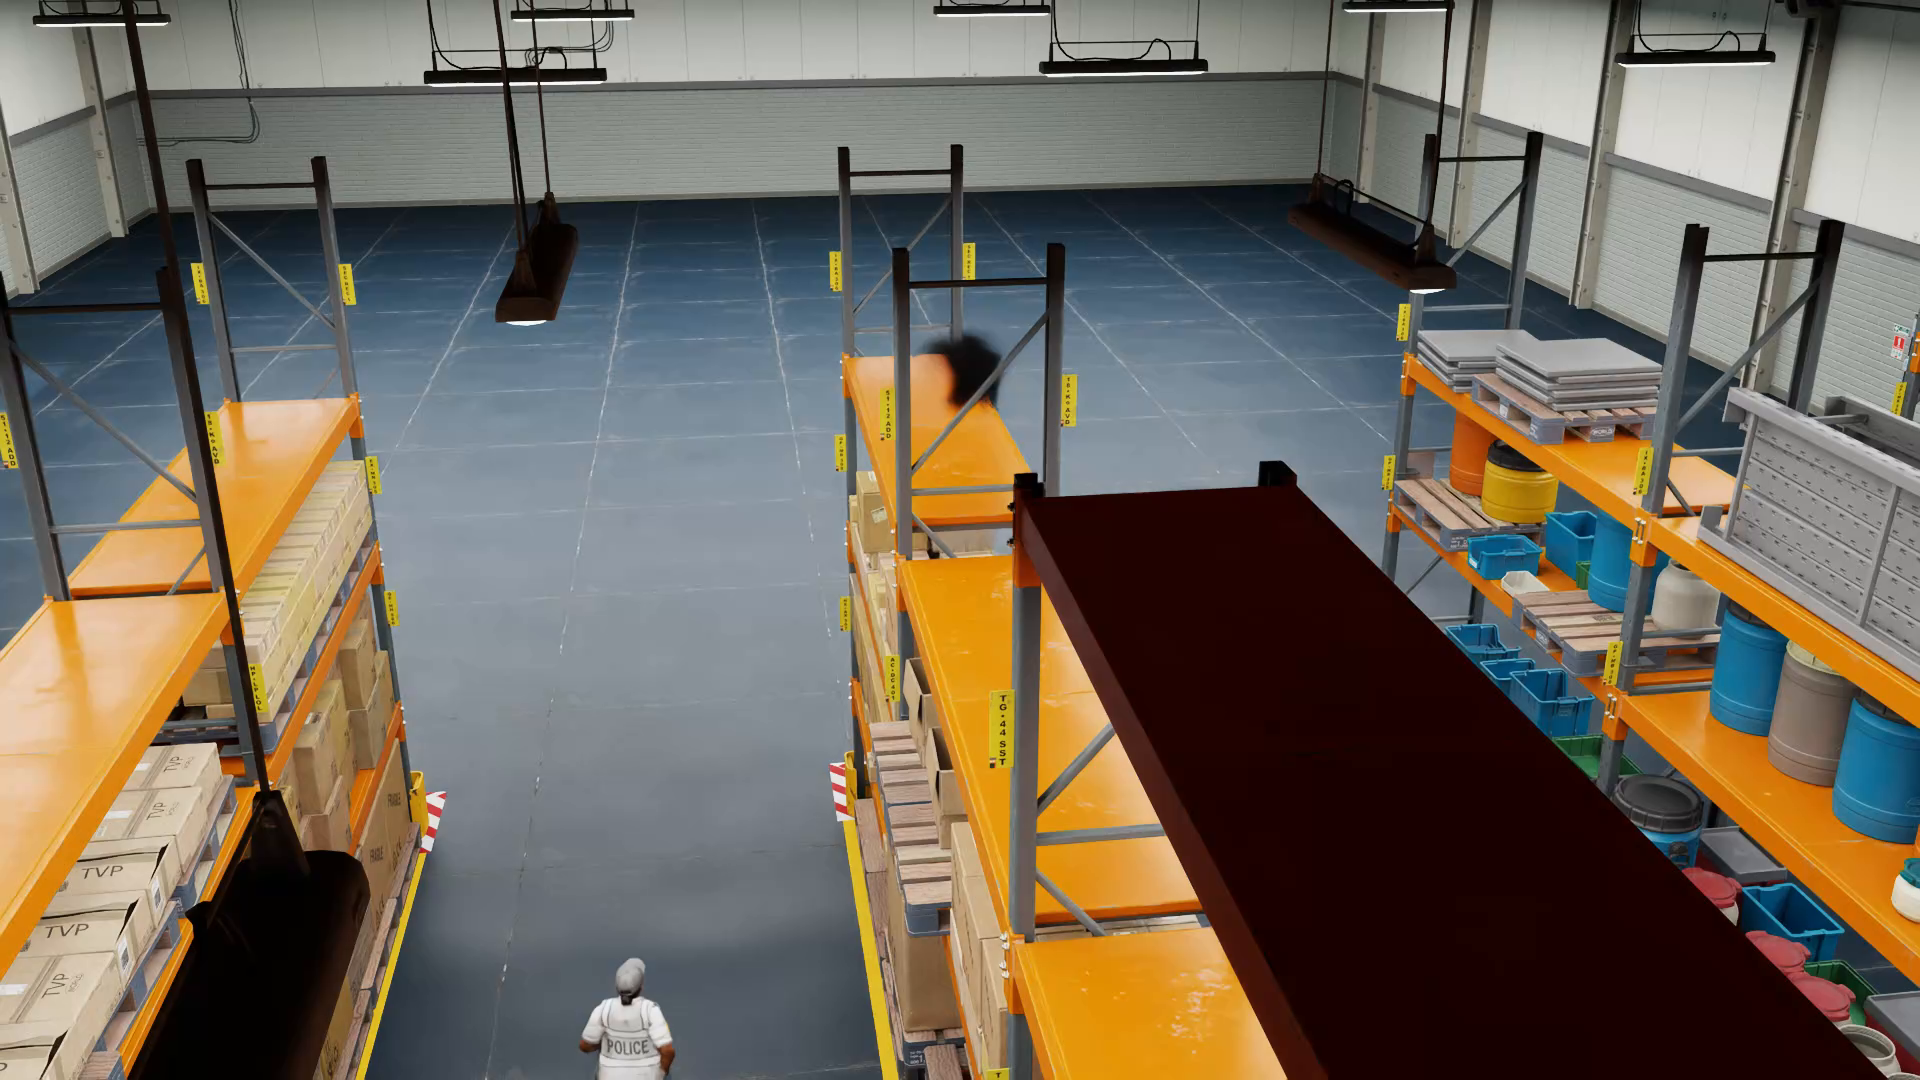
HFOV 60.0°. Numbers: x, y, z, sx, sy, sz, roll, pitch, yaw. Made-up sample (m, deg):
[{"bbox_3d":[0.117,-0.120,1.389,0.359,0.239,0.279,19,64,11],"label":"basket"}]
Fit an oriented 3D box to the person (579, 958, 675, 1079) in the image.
[{"bbox_3d":[-2.083,3.492,10.583,0.579,1.698,0.783,-3,22,-7],"label":"person"}]
